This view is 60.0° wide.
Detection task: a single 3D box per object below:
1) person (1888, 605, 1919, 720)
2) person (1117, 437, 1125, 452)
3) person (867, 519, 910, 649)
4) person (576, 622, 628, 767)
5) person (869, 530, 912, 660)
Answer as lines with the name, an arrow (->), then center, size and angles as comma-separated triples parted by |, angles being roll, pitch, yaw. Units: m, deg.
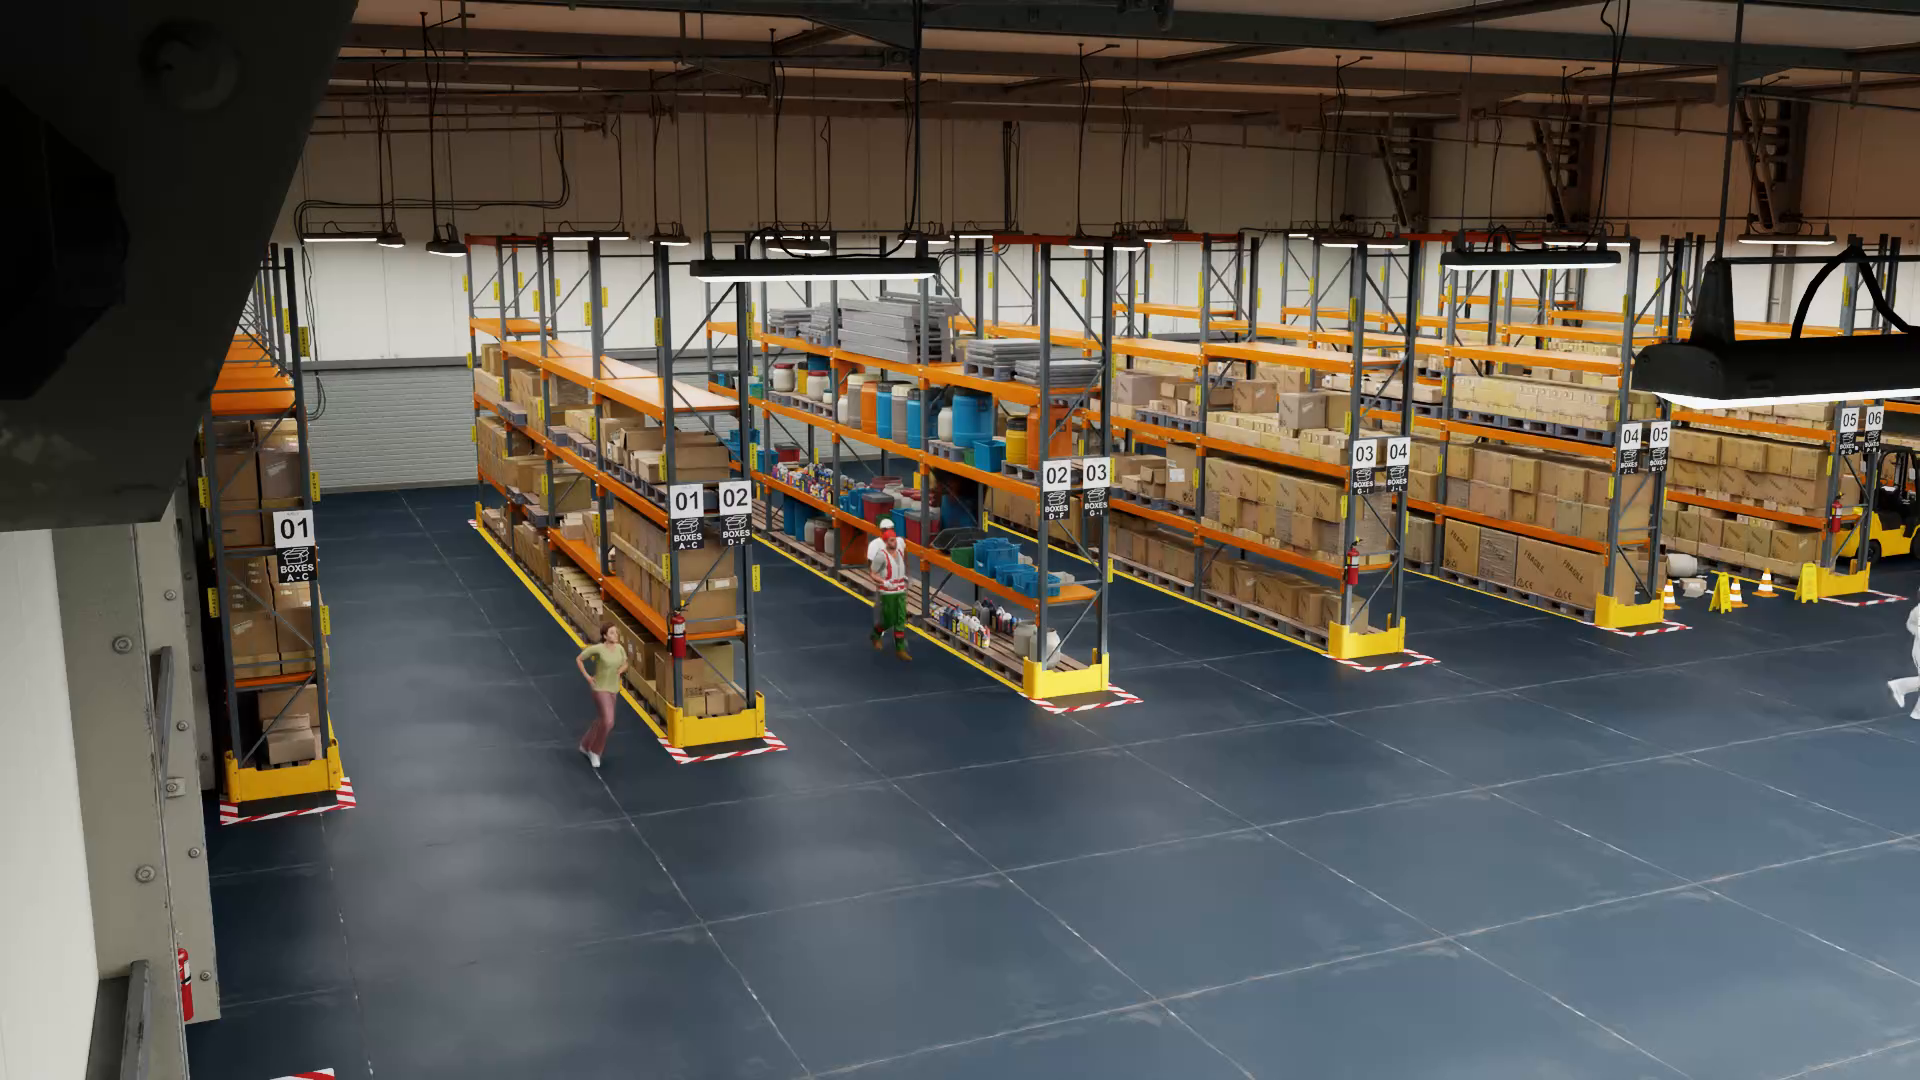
person -> 12.239, 1.452, 21.145 | 0.652, 1.739, 0.712 | 3, 11, 13
person -> 4.124, -2.604, 42.025 | 0.559, 1.685, 0.884 | 10, 15, 42
person -> -0.999, 0.594, 23.997 | 0.704, 1.823, 0.847 | -5, 12, -22
person -> -4.202, 1.798, 19.616 | 0.615, 1.705, 0.598 | 8, 13, 35
person -> -0.945, 0.743, 23.157 | 0.656, 1.799, 0.815 | -10, 15, -41
